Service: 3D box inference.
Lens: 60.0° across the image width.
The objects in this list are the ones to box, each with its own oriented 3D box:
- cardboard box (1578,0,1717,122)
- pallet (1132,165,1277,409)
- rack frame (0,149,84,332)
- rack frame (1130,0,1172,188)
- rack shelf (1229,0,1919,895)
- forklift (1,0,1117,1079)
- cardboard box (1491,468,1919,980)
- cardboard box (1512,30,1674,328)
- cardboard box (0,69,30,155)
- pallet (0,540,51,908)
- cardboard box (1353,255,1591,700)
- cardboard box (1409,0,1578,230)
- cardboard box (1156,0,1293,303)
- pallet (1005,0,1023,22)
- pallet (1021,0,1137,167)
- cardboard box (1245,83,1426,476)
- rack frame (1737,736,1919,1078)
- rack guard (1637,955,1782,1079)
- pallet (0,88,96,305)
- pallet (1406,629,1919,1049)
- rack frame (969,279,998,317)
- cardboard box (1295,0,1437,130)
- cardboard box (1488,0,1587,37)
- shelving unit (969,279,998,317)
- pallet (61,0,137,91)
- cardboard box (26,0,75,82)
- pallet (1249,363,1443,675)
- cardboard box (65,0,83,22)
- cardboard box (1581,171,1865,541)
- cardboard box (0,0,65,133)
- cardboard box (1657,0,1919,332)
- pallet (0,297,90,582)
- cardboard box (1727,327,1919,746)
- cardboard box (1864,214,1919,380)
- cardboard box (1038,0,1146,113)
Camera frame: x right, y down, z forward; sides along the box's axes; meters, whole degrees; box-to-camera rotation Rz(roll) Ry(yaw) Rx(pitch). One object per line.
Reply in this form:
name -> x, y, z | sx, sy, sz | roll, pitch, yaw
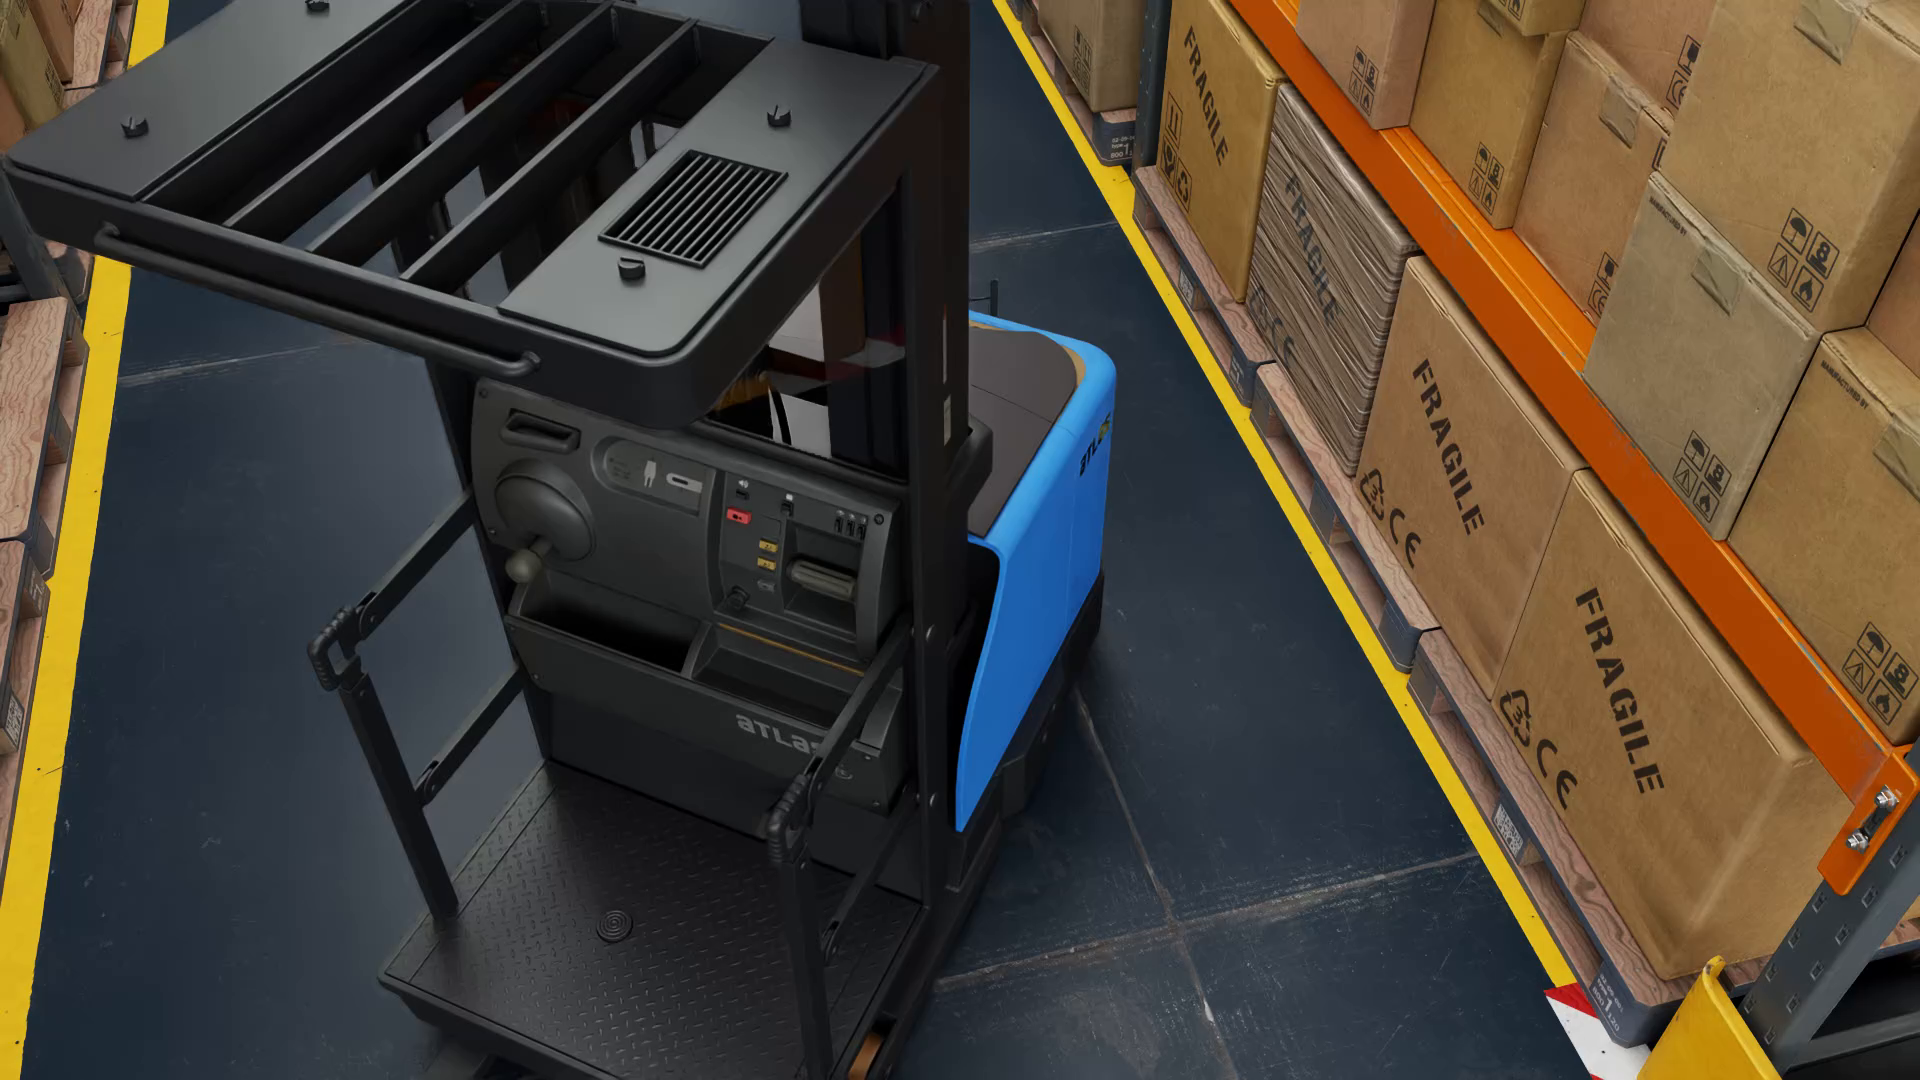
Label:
cardboard box -> 1.904, -1.246, 3.510 | 0.875, 0.550, 0.550 | -11, 47, -10
pallet -> 1.299, -1.024, 6.106 | 1.003, 0.211, 1.213 | -11, 47, -10
rack frame -> -3.641, -1.703, 4.818 | 1.000, 3.000, 0.127 | -11, 47, -10
rack frame -> 1.180, -2.540, 5.639 | 1.000, 3.000, 0.127 | -11, 47, -10
rack shelf -> 1.692, -0.907, 4.542 | 1.077, 0.370, 4.000 | -11, 47, -10
forklift -> -0.647, 0.063, 3.137 | 1.130, 2.935, 3.031 | 18, 48, 17
cardboard box -> 1.966, 0.363, 3.988 | 0.875, 0.875, 0.875 | -10, 47, -10
cardboard box -> 1.881, -0.864, 3.891 | 0.875, 0.550, 0.550 | -11, 47, -10
cardboard box -> -3.777, -1.409, 5.973 | 0.700, 0.500, 0.500 | -14, 47, -13
pallet -> -3.119, 0.575, 4.539 | 1.003, 0.211, 1.213 | -11, 47, -10
cardboard box -> 1.739, -0.244, 4.583 | 0.875, 0.875, 0.875 | -11, 47, -11
cardboard box -> 1.706, -1.222, 4.242 | 0.875, 0.550, 0.500 | -11, 47, -10
cardboard box -> 1.273, -1.496, 5.809 | 0.875, 0.875, 0.875 | -10, 46, -10
pallet -> 0.594, -2.926, 7.970 | 1.003, 0.211, 1.213 | -11, 47, -10
pallet -> 0.909, -2.083, 7.143 | 1.003, 0.211, 1.213 | -11, 47, -10
cardboard box -> 1.508, -0.874, 5.200 | 0.875, 0.875, 0.875 | -10, 46, -10
rack frame -> 2.201, 0.223, 2.932 | 0.949, 2.616, 0.053 | -11, 47, -10
rack guard -> 2.210, 1.114, 3.809 | 1.175, 0.500, 0.348 | -11, 47, -10
pallet -> -3.841, -1.264, 6.341 | 1.003, 0.211, 1.213 | -11, 47, -10
pallet -> 1.924, 0.660, 4.455 | 1.003, 0.211, 1.213 | -11, 47, -10
rack frame -> -0.010, -0.406, 5.018 | 0.240, 0.900, 0.006 | -8, 46, -8
cardboard box -> 1.473, -1.570, 4.583 | 0.875, 0.550, 0.550 | -11, 47, -10
cardboard box -> 1.643, -1.588, 3.845 | 0.875, 0.550, 0.500 | -11, 47, -10
shelving unit -> 0.010, -0.335, 4.948 | 0.258, 0.900, 0.210 | -8, 46, -8
pallet -> -4.157, -2.108, 7.168 | 1.003, 0.211, 1.213 | -11, 47, -10
cardboard box -> -4.025, -2.128, 6.678 | 0.700, 0.500, 0.500 | -14, 47, -14
pallet -> 1.615, -0.180, 5.279 | 1.003, 0.211, 1.213 | -11, 47, -10
cardboard box -> -4.168, -2.514, 7.055 | 0.700, 0.500, 0.500 | -7, 46, -7
cardboard box -> 1.903, -0.454, 3.490 | 0.875, 0.550, 0.550 | -11, 47, -10
cardboard box -> -3.881, -1.742, 6.299 | 0.700, 0.500, 0.500 | -11, 47, -11
cardboard box -> 1.916, -0.835, 3.107 | 0.875, 0.550, 0.550 | -11, 47, -10
pallet -> -3.435, -0.269, 5.366 | 1.003, 0.211, 1.213 | -11, 47, -10
cardboard box -> 2.065, -0.078, 3.122 | 0.875, 0.550, 0.550 | -11, 47, -10
cardboard box -> 2.146, -0.472, 2.751 | 0.875, 0.550, 0.550 | -11, 47, -10
cardboard box -> 0.934, -2.311, 6.696 | 1.050, 0.750, 0.750 | -11, 47, -11
